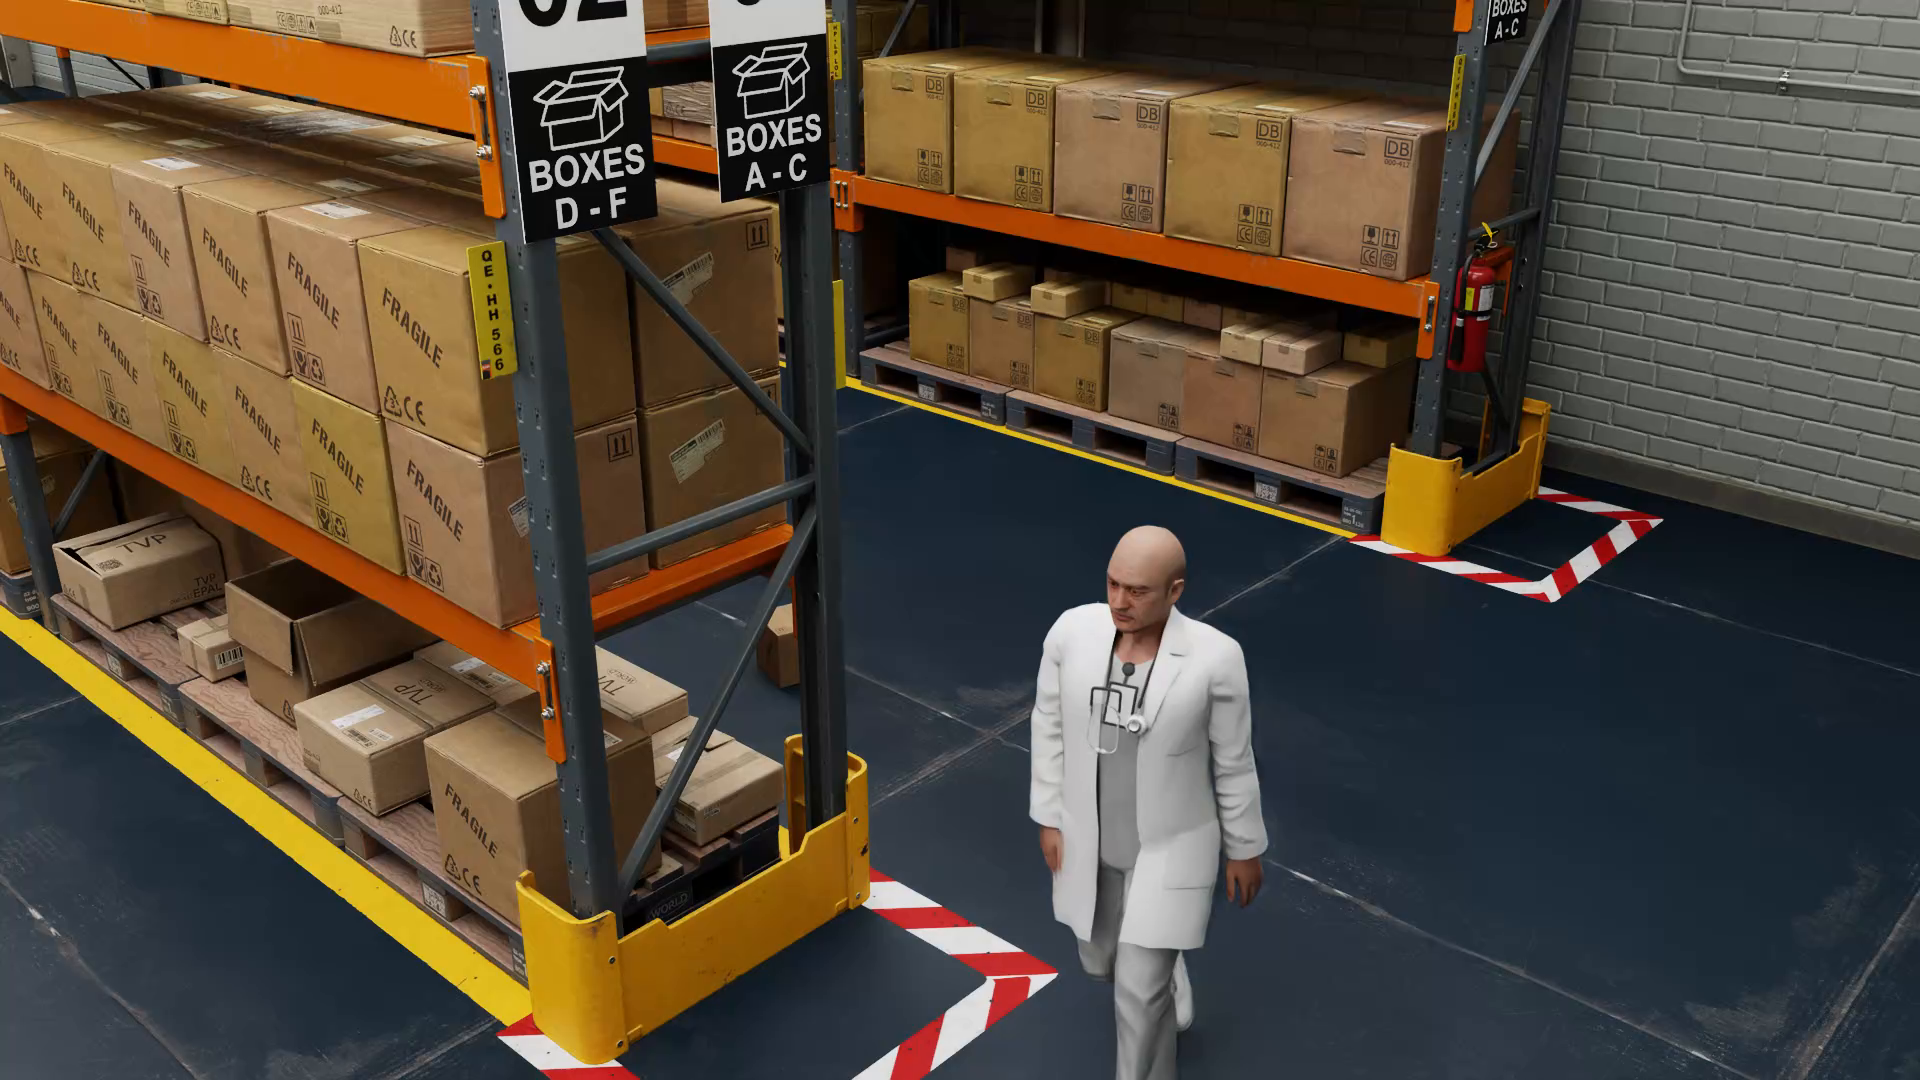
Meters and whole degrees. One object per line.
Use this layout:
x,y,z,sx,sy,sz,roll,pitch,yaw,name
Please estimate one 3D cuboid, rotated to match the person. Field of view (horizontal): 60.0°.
0.495,0.750,4.384,0.635,1.745,0.905,11,26,23,person
